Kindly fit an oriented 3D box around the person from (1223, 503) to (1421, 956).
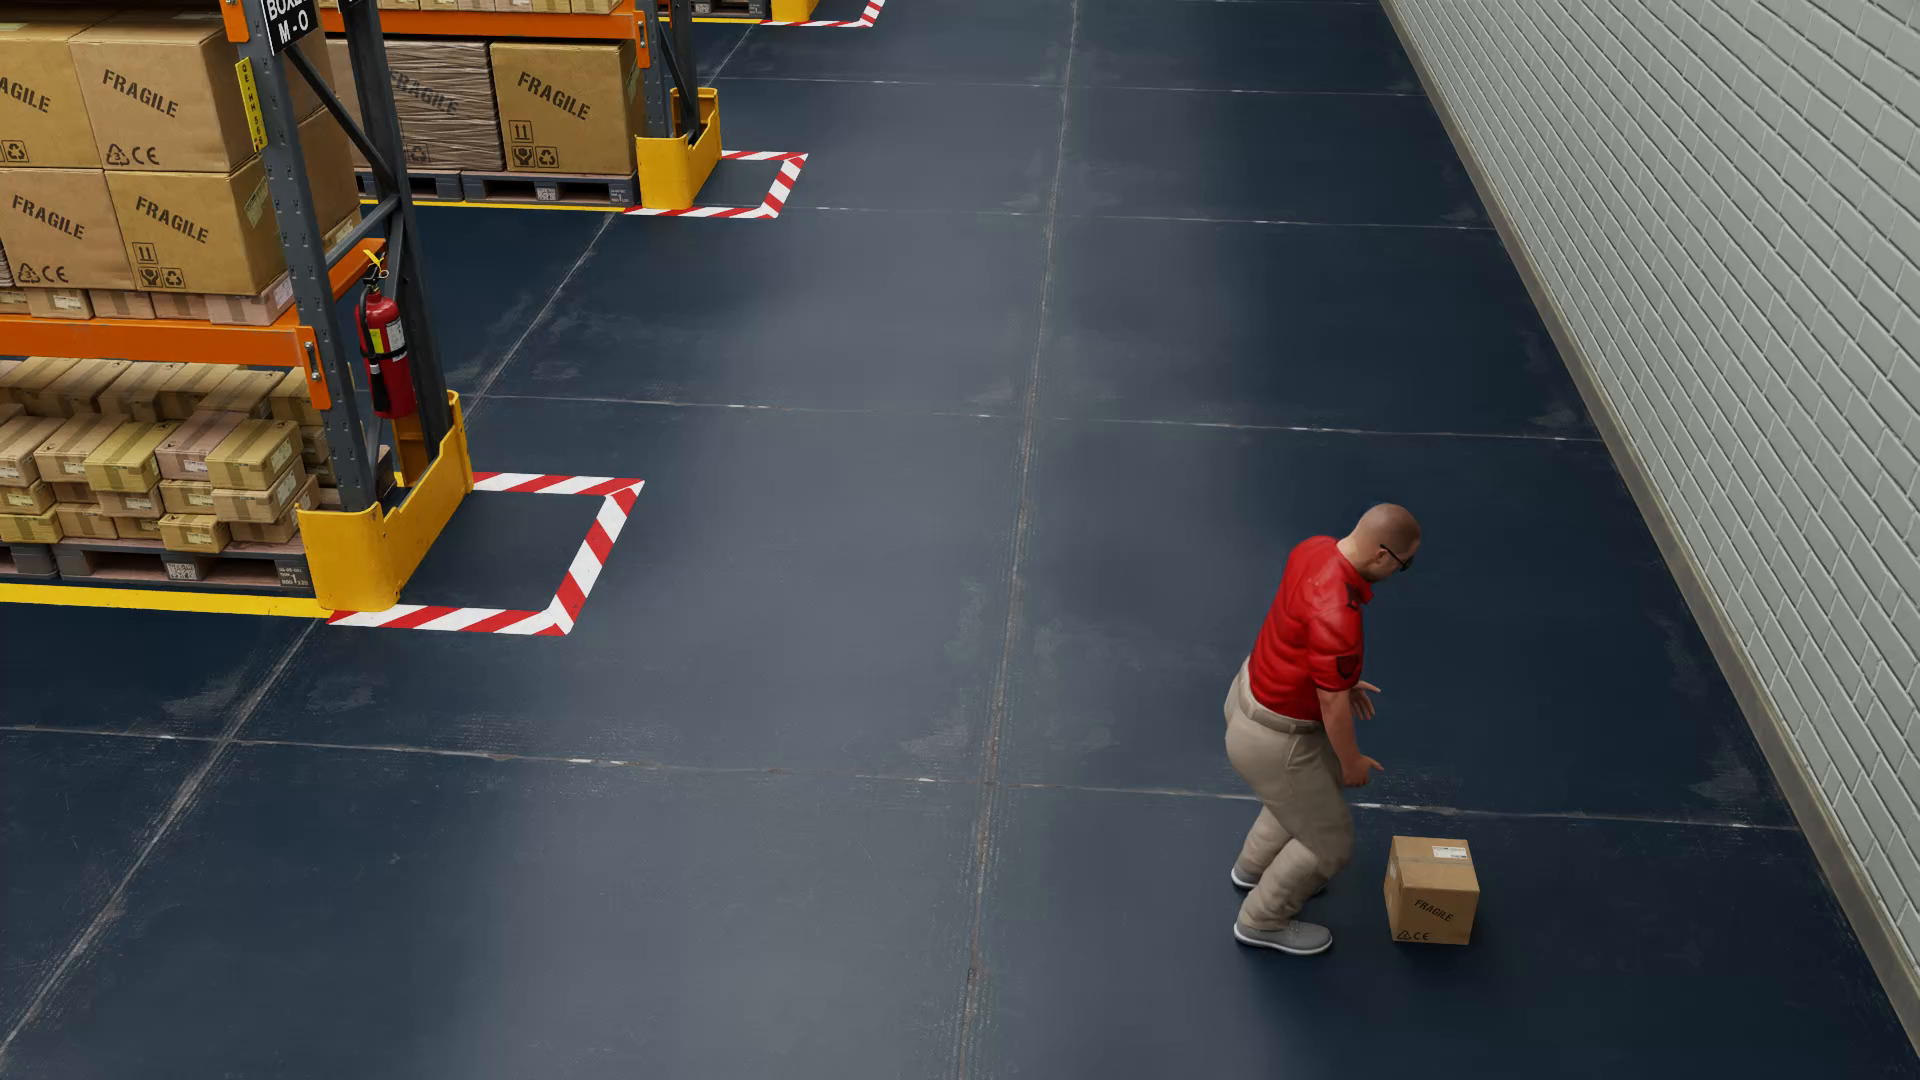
[{"bbox_3d":[1.112,0.580,5.343,0.527,1.607,0.575,3,32,5],"label":"person"}]
